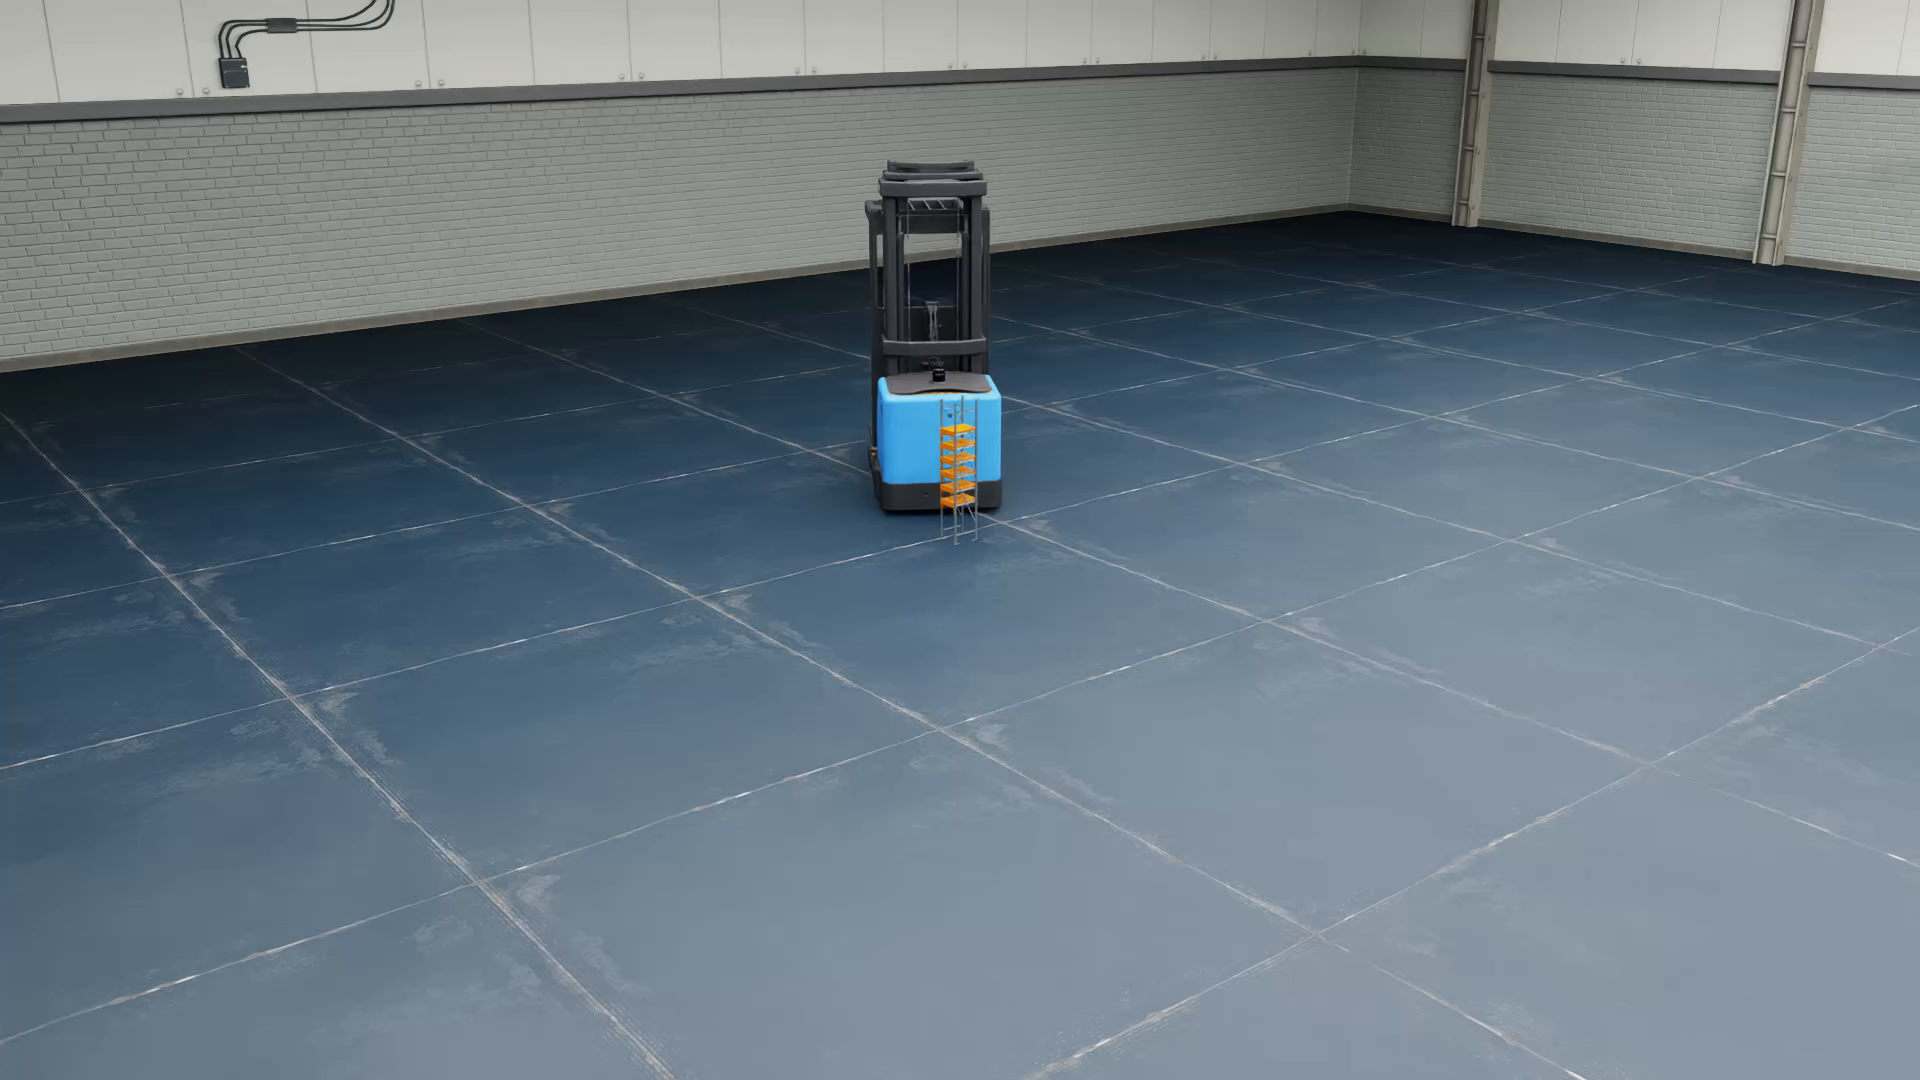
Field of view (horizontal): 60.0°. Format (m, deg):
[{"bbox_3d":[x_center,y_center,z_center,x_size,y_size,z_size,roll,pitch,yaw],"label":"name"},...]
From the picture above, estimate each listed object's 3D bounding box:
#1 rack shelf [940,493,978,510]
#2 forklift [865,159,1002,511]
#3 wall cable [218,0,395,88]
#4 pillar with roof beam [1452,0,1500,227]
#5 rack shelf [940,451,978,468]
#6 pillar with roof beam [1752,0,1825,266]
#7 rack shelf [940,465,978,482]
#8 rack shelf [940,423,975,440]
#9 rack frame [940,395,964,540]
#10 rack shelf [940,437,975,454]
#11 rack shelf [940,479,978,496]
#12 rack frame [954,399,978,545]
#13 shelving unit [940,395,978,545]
[{"bbox_3d":[-0.009,-0.303,13.774,0.258,0.103,0.180,-14,23,-36],"label":"rack shelf"},{"bbox_3d":[-0.301,-2.065,15.436,1.130,2.935,3.031,-2,18,-6],"label":"forklift"},{"bbox_3d":[-8.225,-8.681,20.354,2.305,6.003,0.169,-14,23,-36],"label":"wall cable"},{"bbox_3d":[6.433,-9.542,28.363,9.100,9.000,0.400,-14,23,-36],"label":"pillar with roof beam"},{"bbox_3d":[-0.009,-0.645,13.661,0.258,0.103,0.180,-14,23,-36],"label":"rack shelf"},{"bbox_3d":[10.159,-8.063,23.898,9.100,9.000,0.400,-14,23,-36],"label":"pillar with roof beam"},{"bbox_3d":[-0.009,-0.531,13.699,0.258,0.103,0.180,-14,23,-36],"label":"rack shelf"},{"bbox_3d":[-0.009,-0.873,13.585,0.258,0.103,0.180,-14,23,-36],"label":"rack shelf"},{"bbox_3d":[-0.066,-0.596,13.753,0.240,1.200,0.006,-14,23,-36],"label":"rack frame"},{"bbox_3d":[-0.009,-0.759,13.623,0.258,0.103,0.180,-14,23,-36],"label":"rack shelf"},{"bbox_3d":[-0.009,-0.417,13.736,0.258,0.103,0.180,-14,23,-36],"label":"rack shelf"},{"bbox_3d":[0.048,-0.551,13.617,0.240,1.200,0.006,-14,23,-36],"label":"rack frame"},{"bbox_3d":[-0.009,-0.573,13.685,0.258,1.200,0.189,-14,23,-36],"label":"shelving unit"}]
